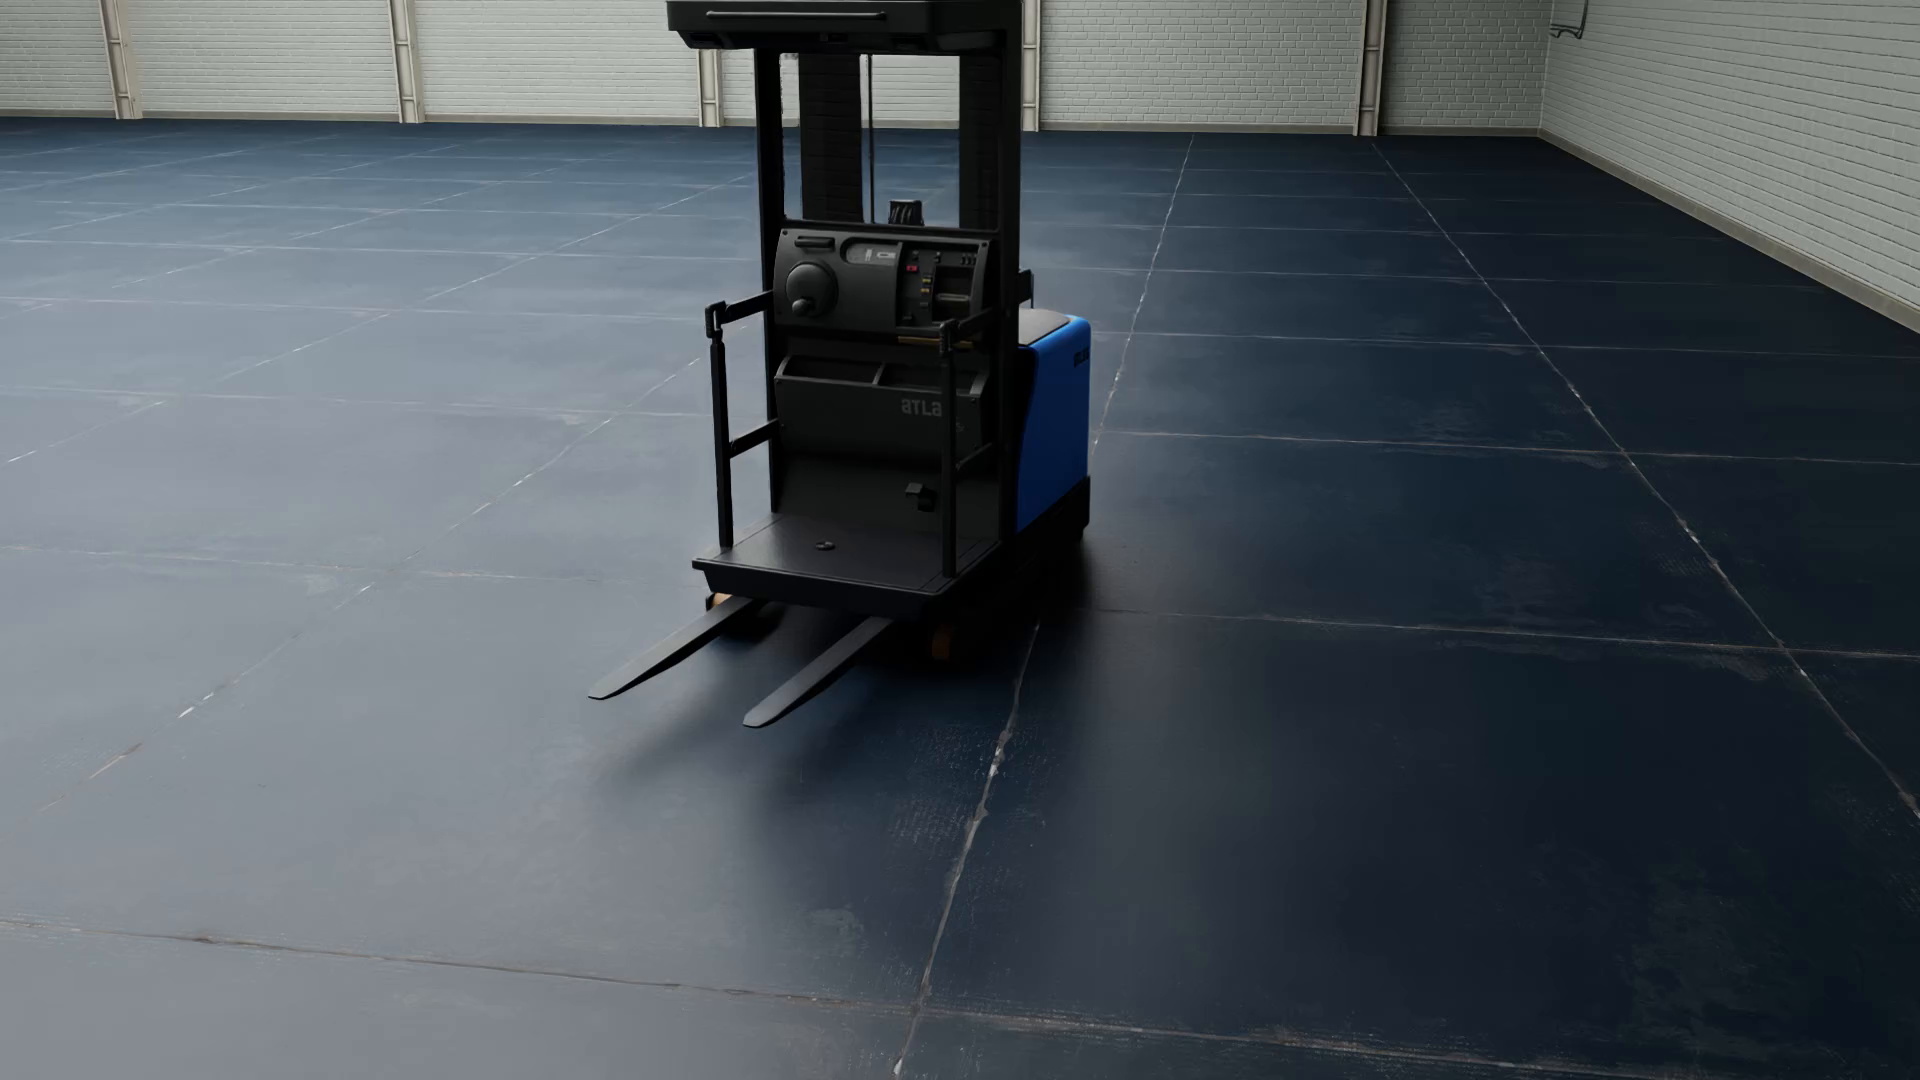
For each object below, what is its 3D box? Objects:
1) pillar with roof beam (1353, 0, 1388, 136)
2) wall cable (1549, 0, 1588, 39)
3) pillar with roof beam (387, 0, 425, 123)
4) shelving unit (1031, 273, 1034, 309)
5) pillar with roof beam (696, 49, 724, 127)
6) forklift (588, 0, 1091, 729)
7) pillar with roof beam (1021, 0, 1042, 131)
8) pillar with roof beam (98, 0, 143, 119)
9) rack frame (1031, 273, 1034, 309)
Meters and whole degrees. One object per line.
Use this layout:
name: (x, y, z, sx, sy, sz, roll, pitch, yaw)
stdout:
pillar with roof beam: (6.497, -10.098, 24.020, 0.400, 9.000, 9.100, 3, 19, 9)
wall cable: (9.878, -9.411, 26.863, 0.112, 2.526, 3.097, 3, 19, 9)
pillar with roof beam: (-11.276, -11.004, 26.728, 0.400, 9.000, 9.100, 3, 19, 9)
shelving unit: (0.230, -0.712, 8.259, 0.189, 1.200, 0.258, 7, 20, 20)
pillar with roof beam: (-5.351, -10.702, 25.825, 0.400, 9.000, 9.100, 3, 19, 9)
forklift: (-0.401, -1.046, 6.530, 1.130, 2.935, 3.031, 7, 20, 21)
pillar with roof beam: (0.573, -10.400, 24.923, 0.400, 9.000, 9.100, 3, 19, 9)
pillar with roof beam: (-17.200, -11.306, 27.630, 0.400, 9.000, 9.100, 3, 19, 9)
rack frame: (0.316, -0.701, 8.228, 0.006, 1.200, 0.240, 7, 20, 20)
